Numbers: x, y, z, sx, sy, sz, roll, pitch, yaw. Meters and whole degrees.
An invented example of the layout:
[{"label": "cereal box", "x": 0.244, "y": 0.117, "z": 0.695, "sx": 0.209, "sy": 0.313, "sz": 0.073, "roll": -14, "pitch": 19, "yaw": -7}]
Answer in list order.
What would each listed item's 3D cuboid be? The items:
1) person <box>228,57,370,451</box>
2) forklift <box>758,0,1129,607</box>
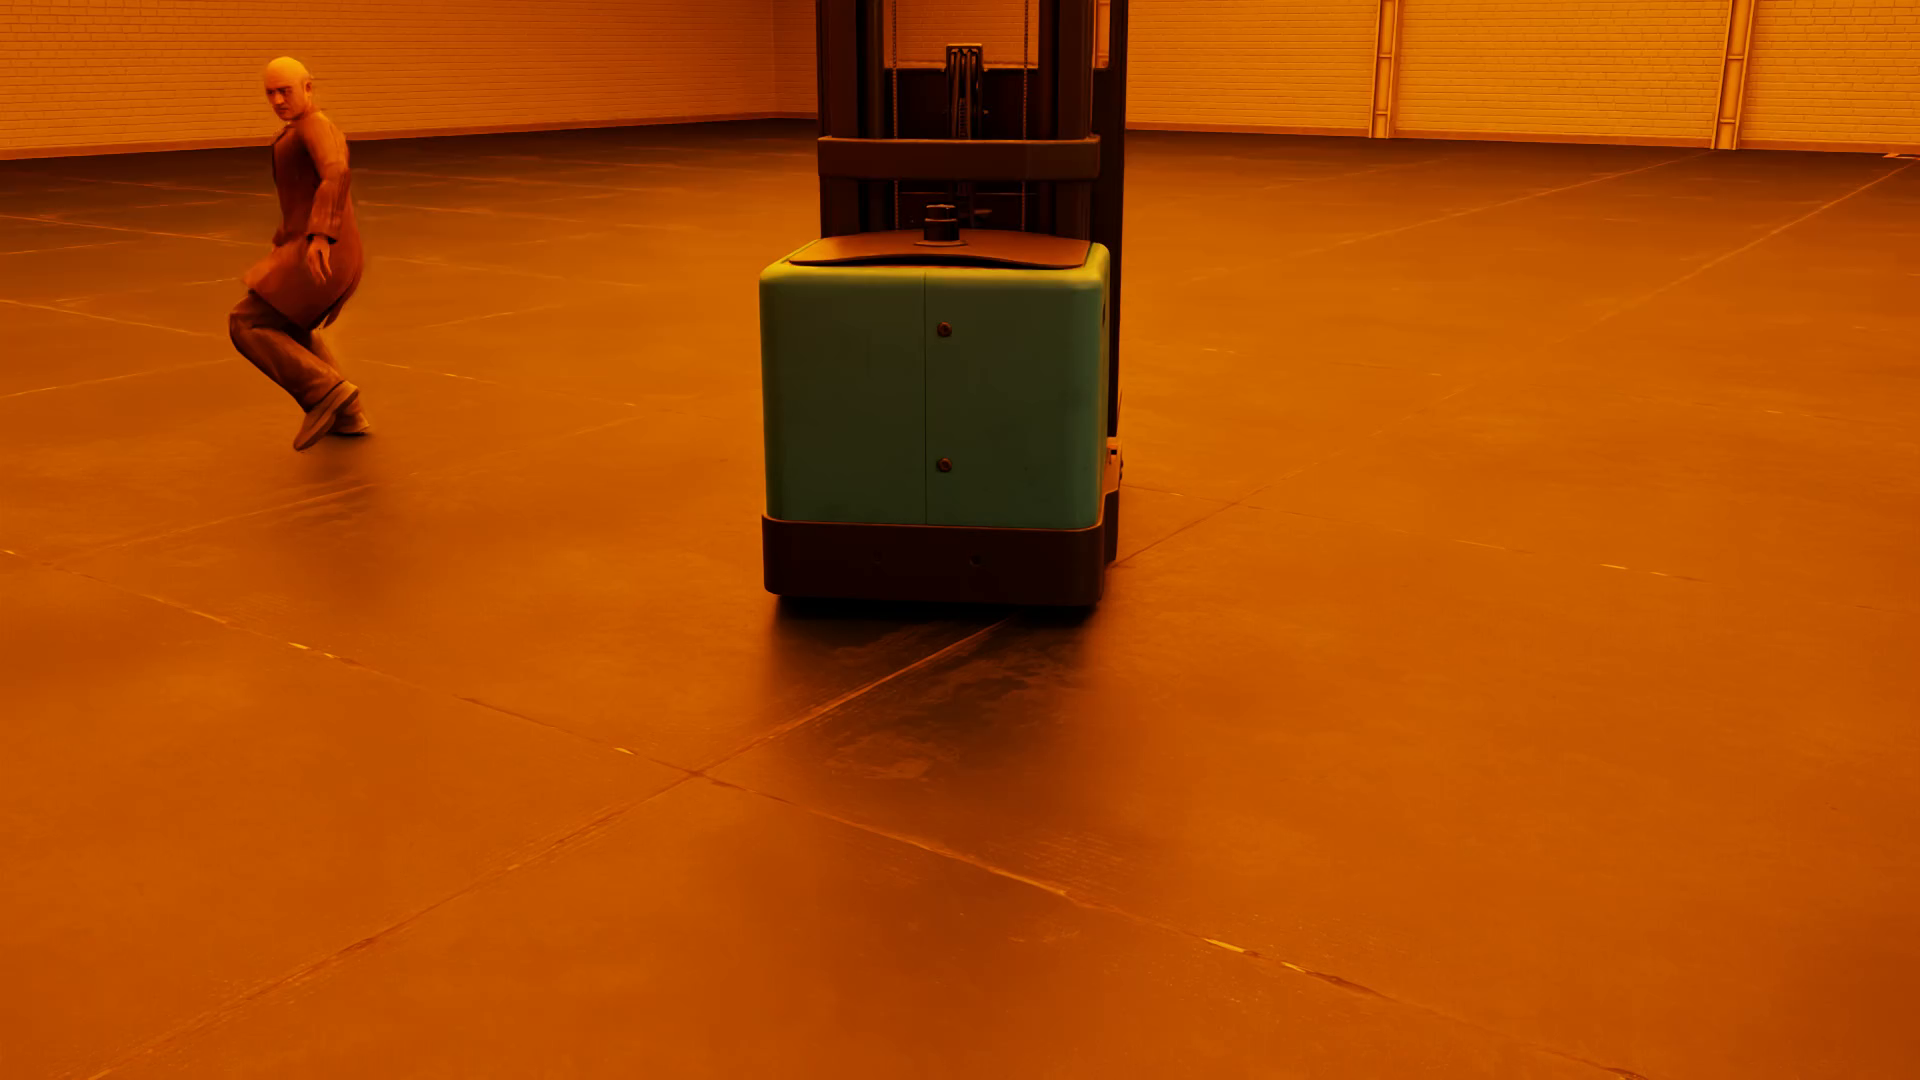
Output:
[{"label": "person", "x": -2.817, "y": -1.216, "z": 7.179, "sx": 0.581, "sy": 1.670, "sz": 0.922, "roll": -1, "pitch": 17, "yaw": -5}, {"label": "forklift", "x": 0.070, "y": -1.578, "z": 6.110, "sx": 1.130, "sy": 2.935, "sz": 3.031, "roll": 2, "pitch": 17, "yaw": 6}]
